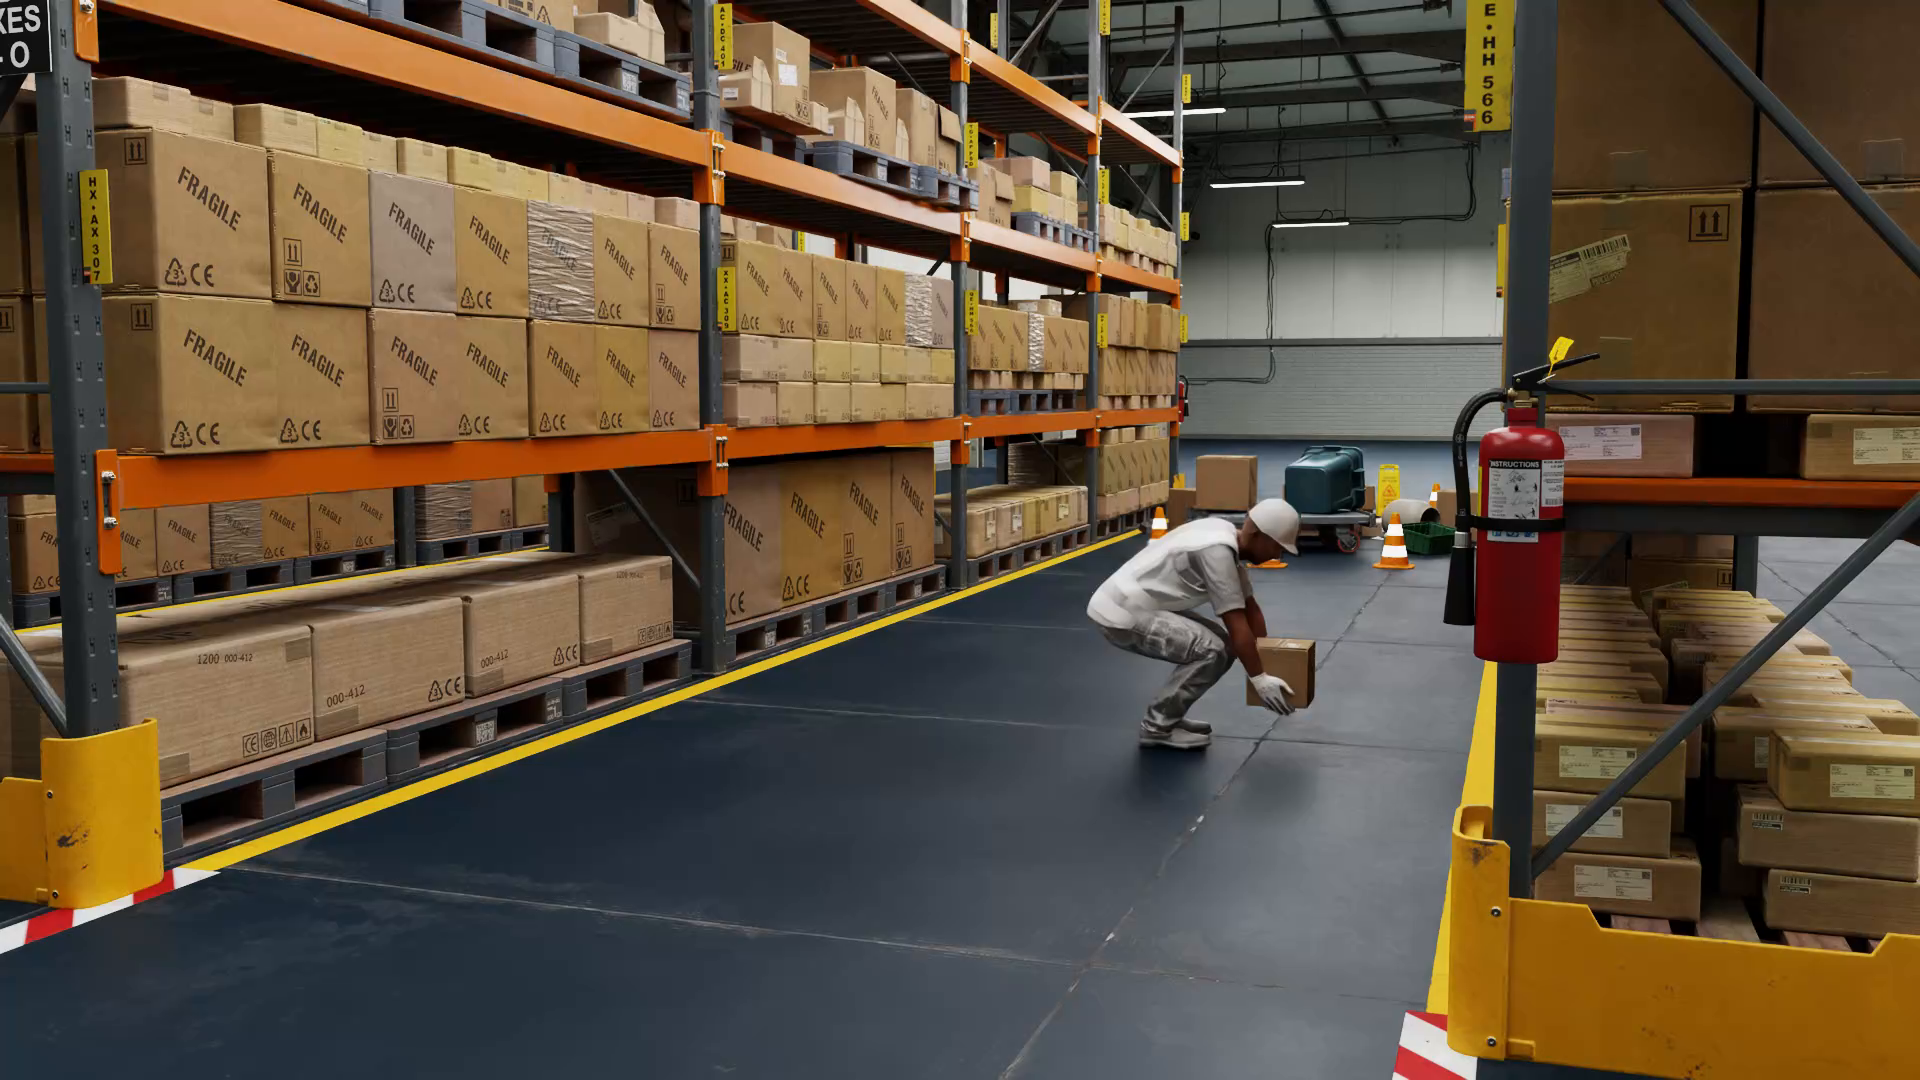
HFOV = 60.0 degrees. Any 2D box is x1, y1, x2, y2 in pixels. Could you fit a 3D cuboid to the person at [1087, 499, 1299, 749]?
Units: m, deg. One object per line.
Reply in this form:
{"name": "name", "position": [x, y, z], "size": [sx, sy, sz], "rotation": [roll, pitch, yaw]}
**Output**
{"name": "person", "position": [1.012, 0.344, 7.111], "size": [0.898, 1.053, 0.575], "rotation": [2, 5, 18]}
